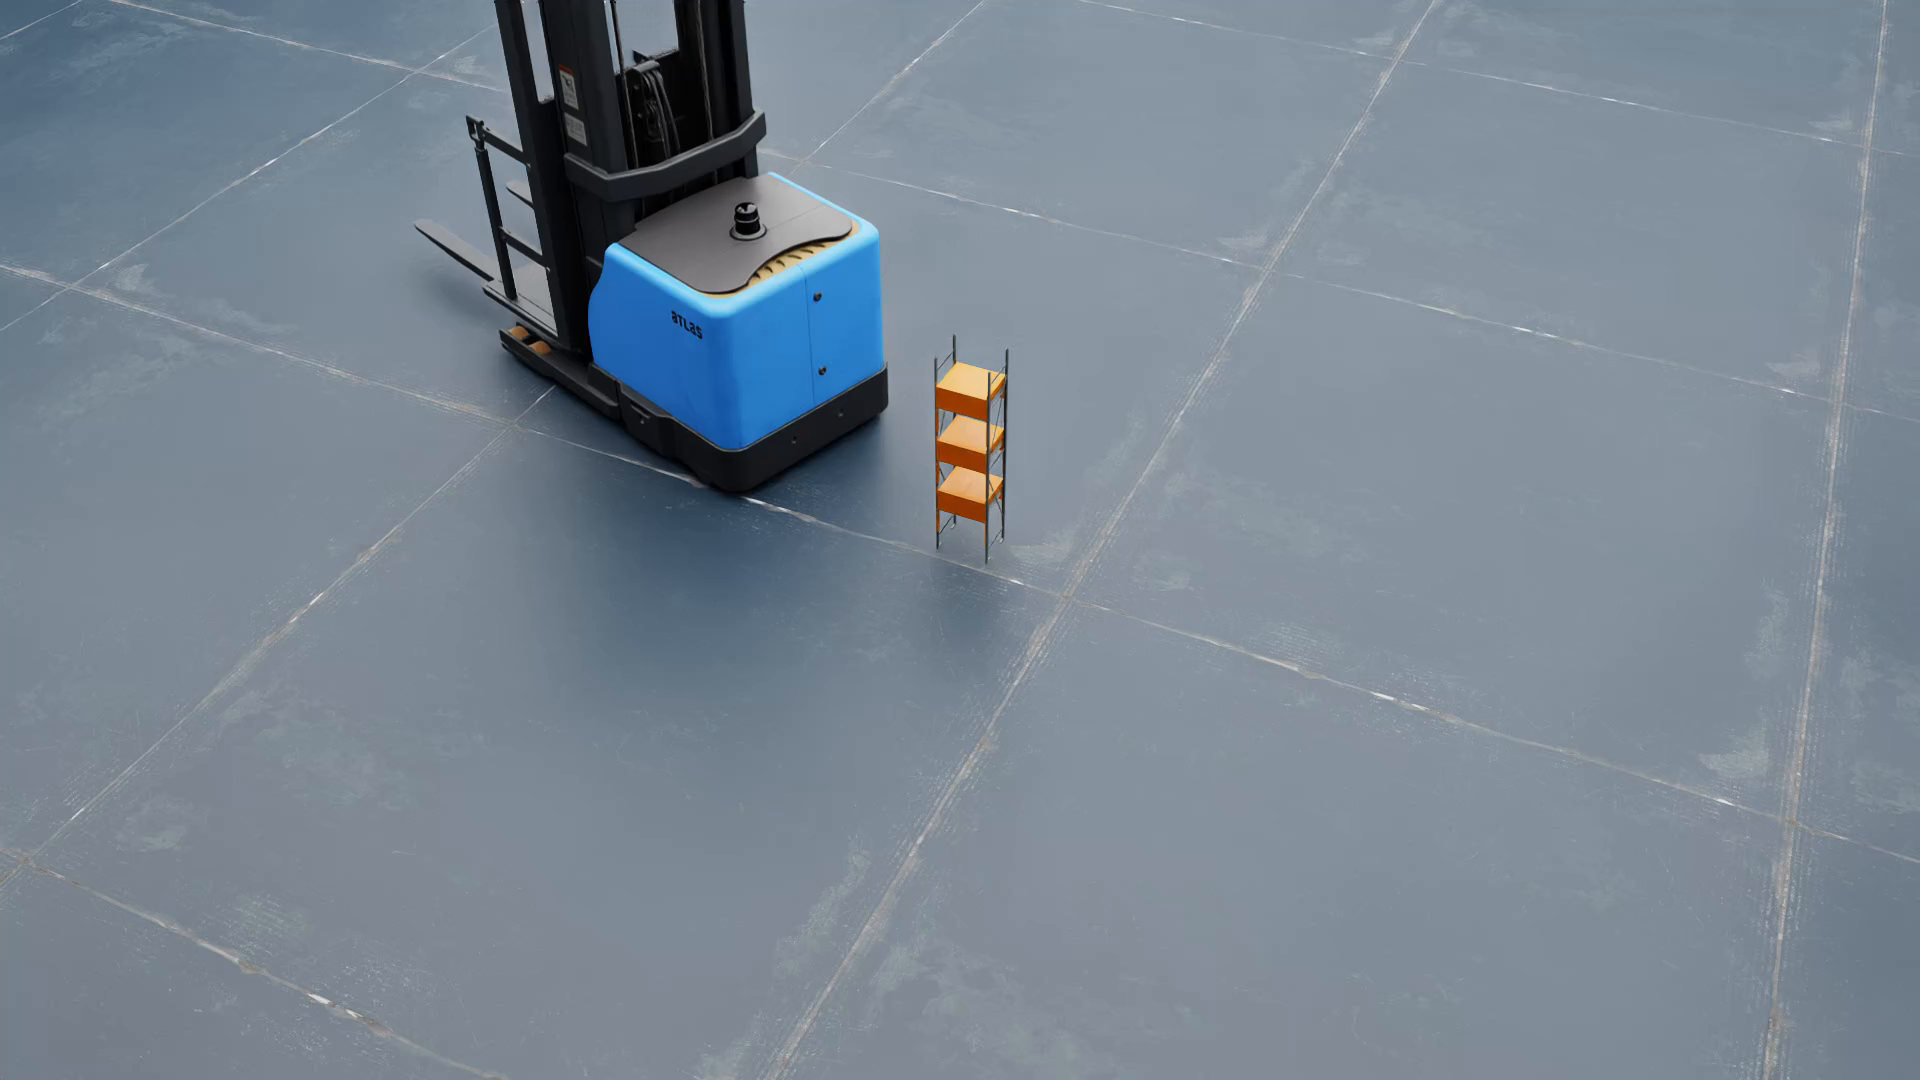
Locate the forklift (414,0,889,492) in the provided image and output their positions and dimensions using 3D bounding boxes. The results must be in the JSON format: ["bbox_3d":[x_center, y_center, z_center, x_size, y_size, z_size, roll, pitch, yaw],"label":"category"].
[{"bbox_3d":[-1.761,-2.189,7.921,3.031,2.935,1.130,33,51,32],"label":"forklift"}]

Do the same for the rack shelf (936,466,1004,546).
[{"bbox_3d":[0.048,-0.164,7.462,0.240,0.259,0.215,17,44,19],"label":"rack shelf"}]

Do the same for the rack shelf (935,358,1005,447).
[{"bbox_3d":[0.048,-0.588,7.094,0.240,0.259,0.215,17,44,19],"label":"rack shelf"}]

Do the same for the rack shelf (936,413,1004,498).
[{"bbox_3d":[0.048,-0.374,7.280,0.240,0.259,0.215,17,44,19],"label":"rack shelf"}]

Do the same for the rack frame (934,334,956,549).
[{"bbox_3d":[-0.062,-0.416,7.312,0.008,1.050,0.200,17,44,19],"label":"rack frame"}]

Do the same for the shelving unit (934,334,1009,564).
[{"bbox_3d":[0.048,-0.382,7.273,0.252,1.050,0.215,17,44,19],"label":"shelving unit"}]

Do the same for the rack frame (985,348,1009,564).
[{"bbox_3d":[0.159,-0.348,7.234,0.008,1.050,0.200,17,44,19],"label":"rack frame"}]
